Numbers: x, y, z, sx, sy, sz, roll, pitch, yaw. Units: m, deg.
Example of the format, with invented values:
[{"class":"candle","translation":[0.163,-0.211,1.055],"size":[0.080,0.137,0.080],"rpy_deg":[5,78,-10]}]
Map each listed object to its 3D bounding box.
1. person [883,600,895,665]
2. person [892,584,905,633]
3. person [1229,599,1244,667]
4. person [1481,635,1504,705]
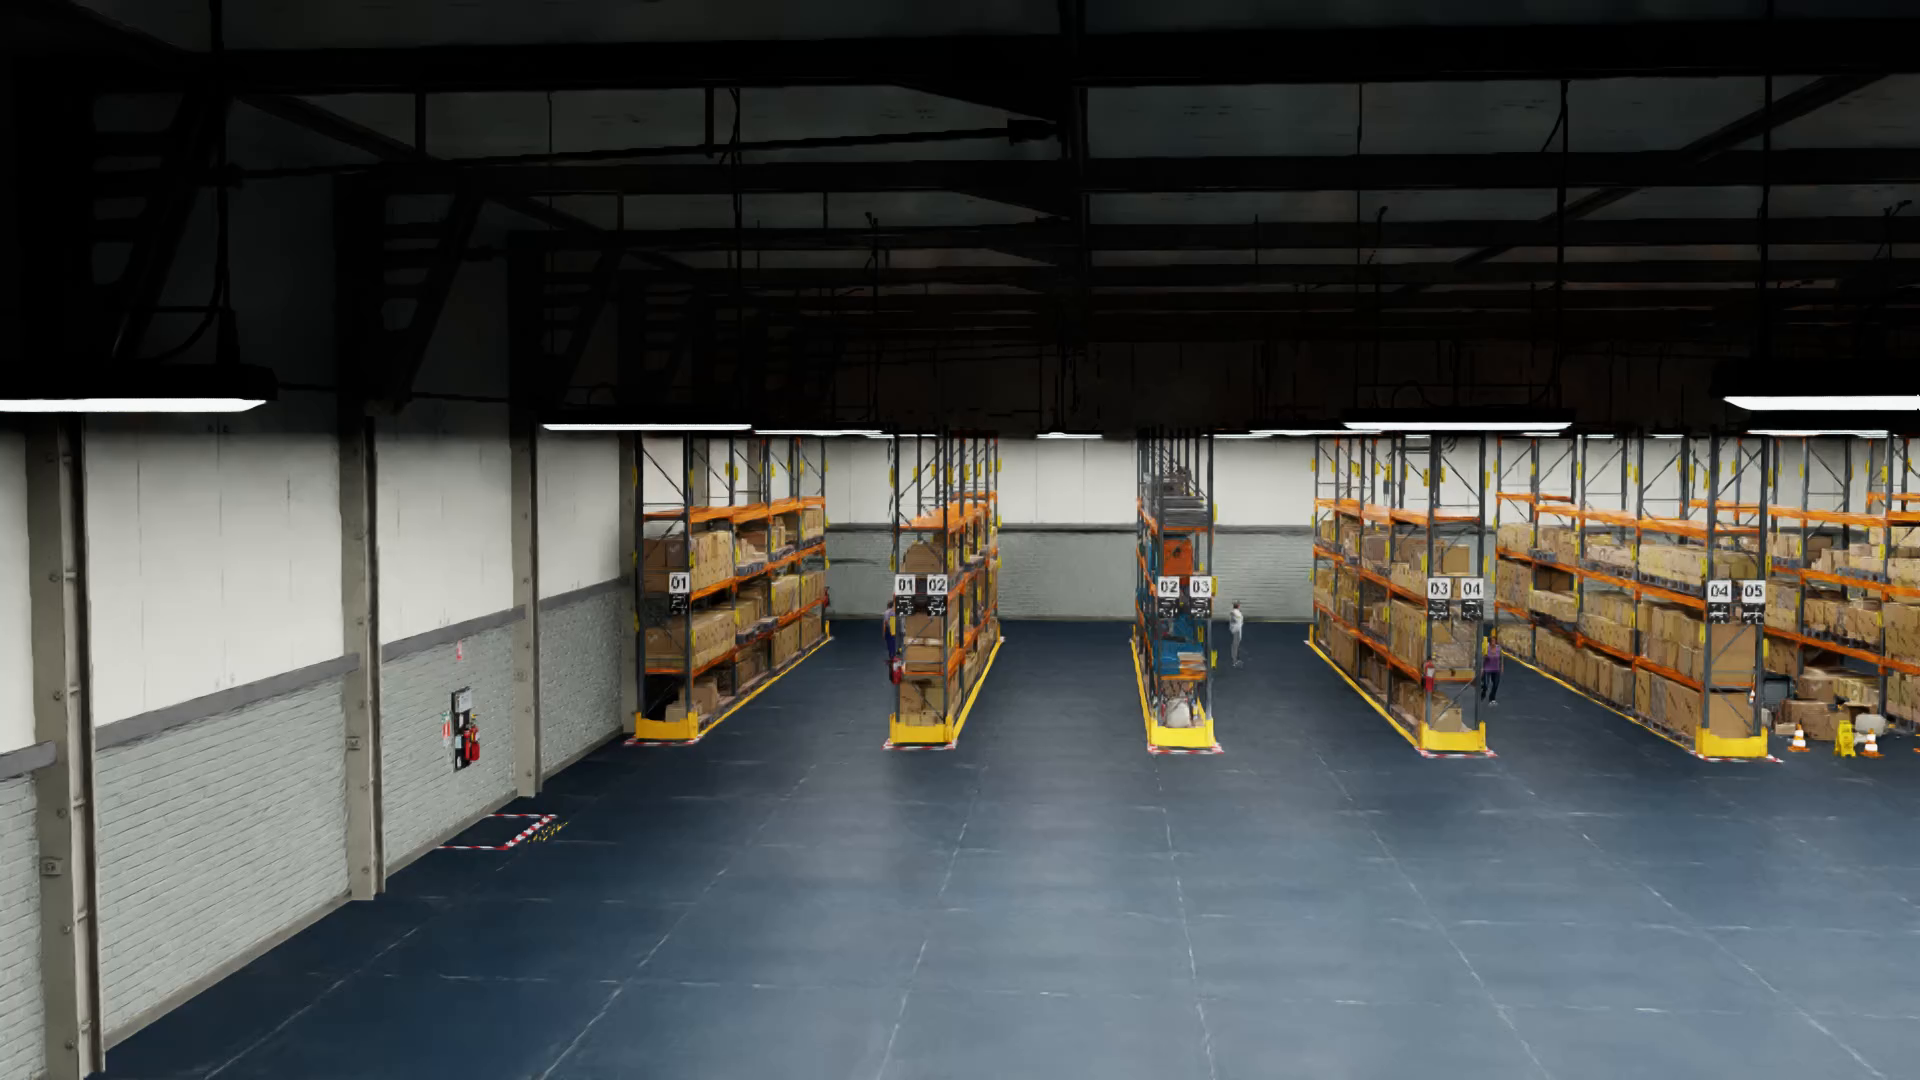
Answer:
[{"class":"person","translation":[-1.777,2.344,42.378],"size":[0.556,1.644,0.598],"rpy_deg":[2,4,36]},{"class":"person","translation":[-1.834,1.881,49.192],"size":[0.477,1.784,0.704],"rpy_deg":[3,5,42]},{"class":"person","translation":[7.019,2.337,42.108],"size":[0.437,1.680,0.545],"rpy_deg":[-1,4,-15]},{"class":"person","translation":[11.433,2.804,35.860],"size":[0.564,1.541,0.519],"rpy_deg":[0,3,2]}]
